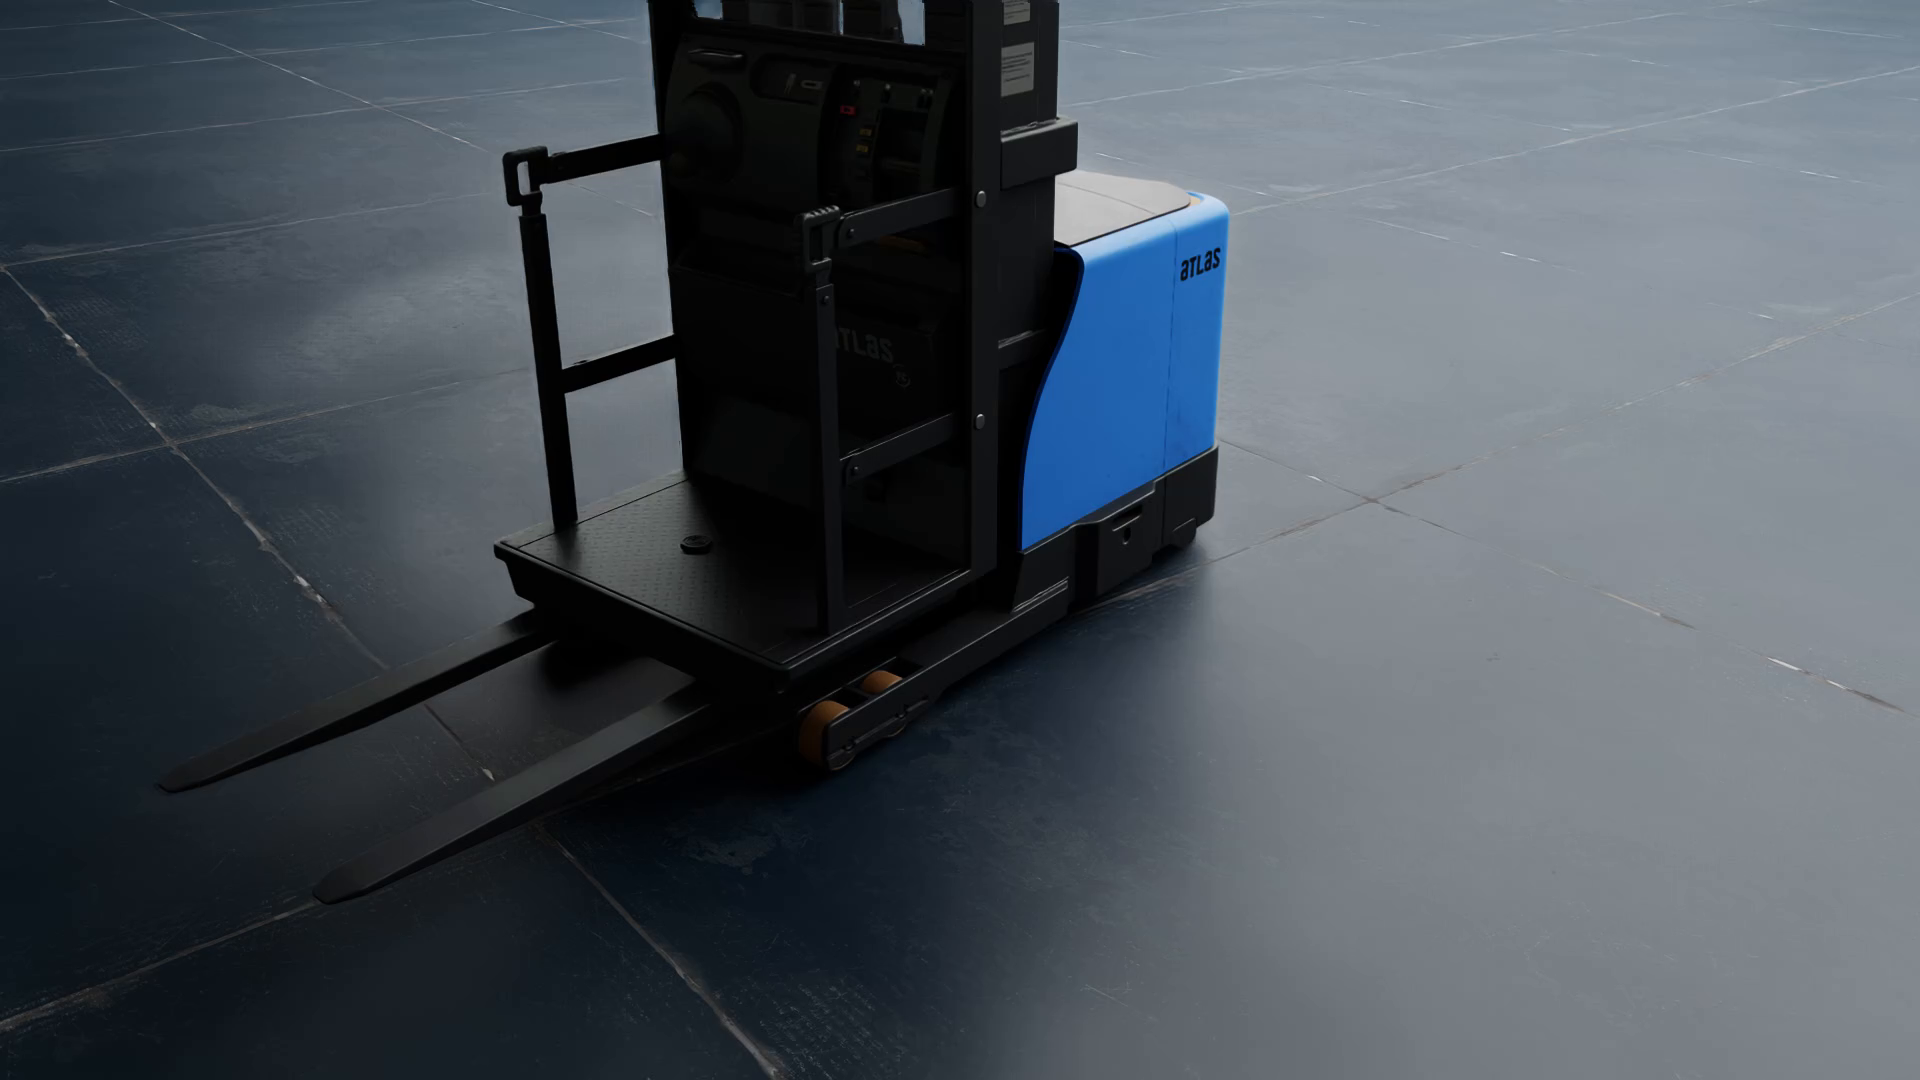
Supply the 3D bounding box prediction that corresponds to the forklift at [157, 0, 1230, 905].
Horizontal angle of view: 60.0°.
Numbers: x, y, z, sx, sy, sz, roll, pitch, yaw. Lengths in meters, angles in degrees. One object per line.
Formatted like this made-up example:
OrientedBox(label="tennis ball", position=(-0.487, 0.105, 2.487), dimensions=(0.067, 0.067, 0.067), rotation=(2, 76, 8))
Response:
OrientedBox(label="forklift", position=(-0.519, -1.007, 3.938), dimensions=(1.130, 2.935, 3.031), rotation=(19, 31, 35))
